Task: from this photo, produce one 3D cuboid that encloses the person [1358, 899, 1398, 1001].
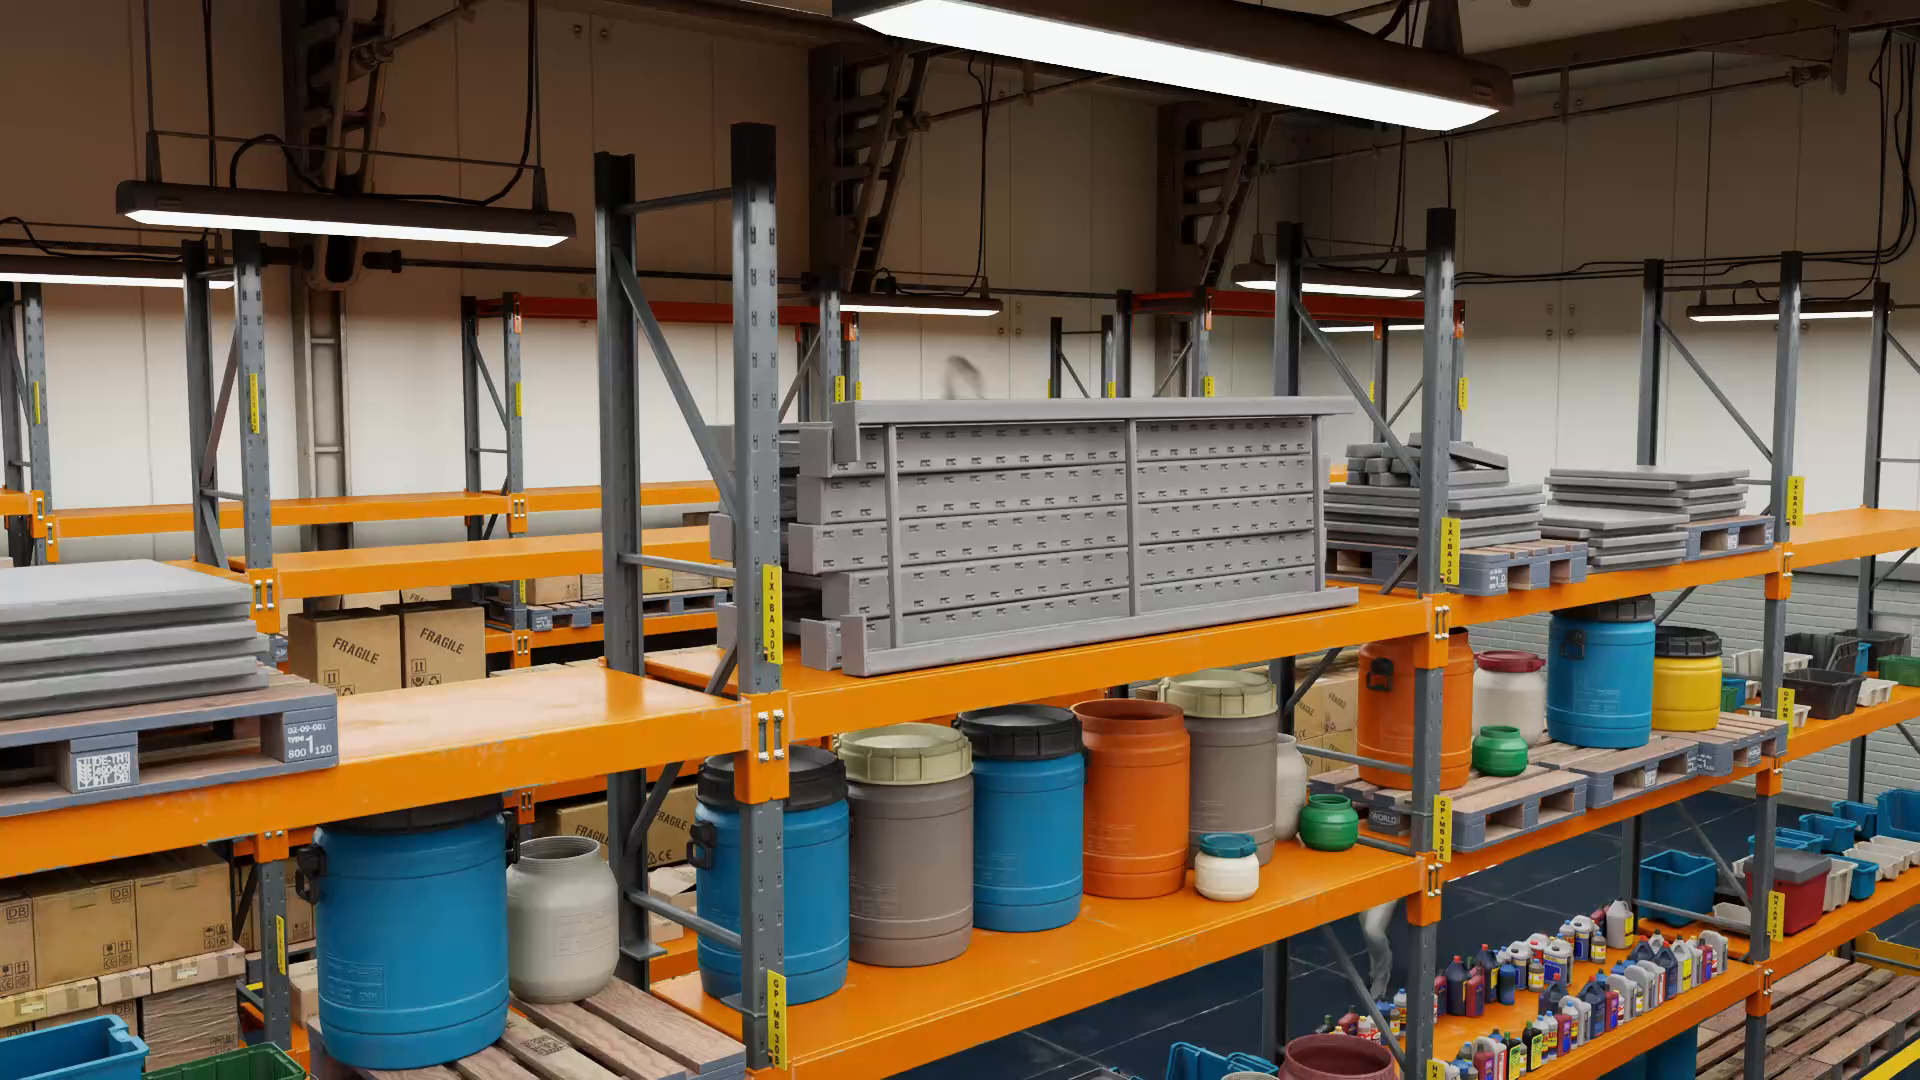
[{"bbox_3d":[3.508,2.967,14.099,0.787,1.827,0.611,-5,7,-44],"label":"person"}]
